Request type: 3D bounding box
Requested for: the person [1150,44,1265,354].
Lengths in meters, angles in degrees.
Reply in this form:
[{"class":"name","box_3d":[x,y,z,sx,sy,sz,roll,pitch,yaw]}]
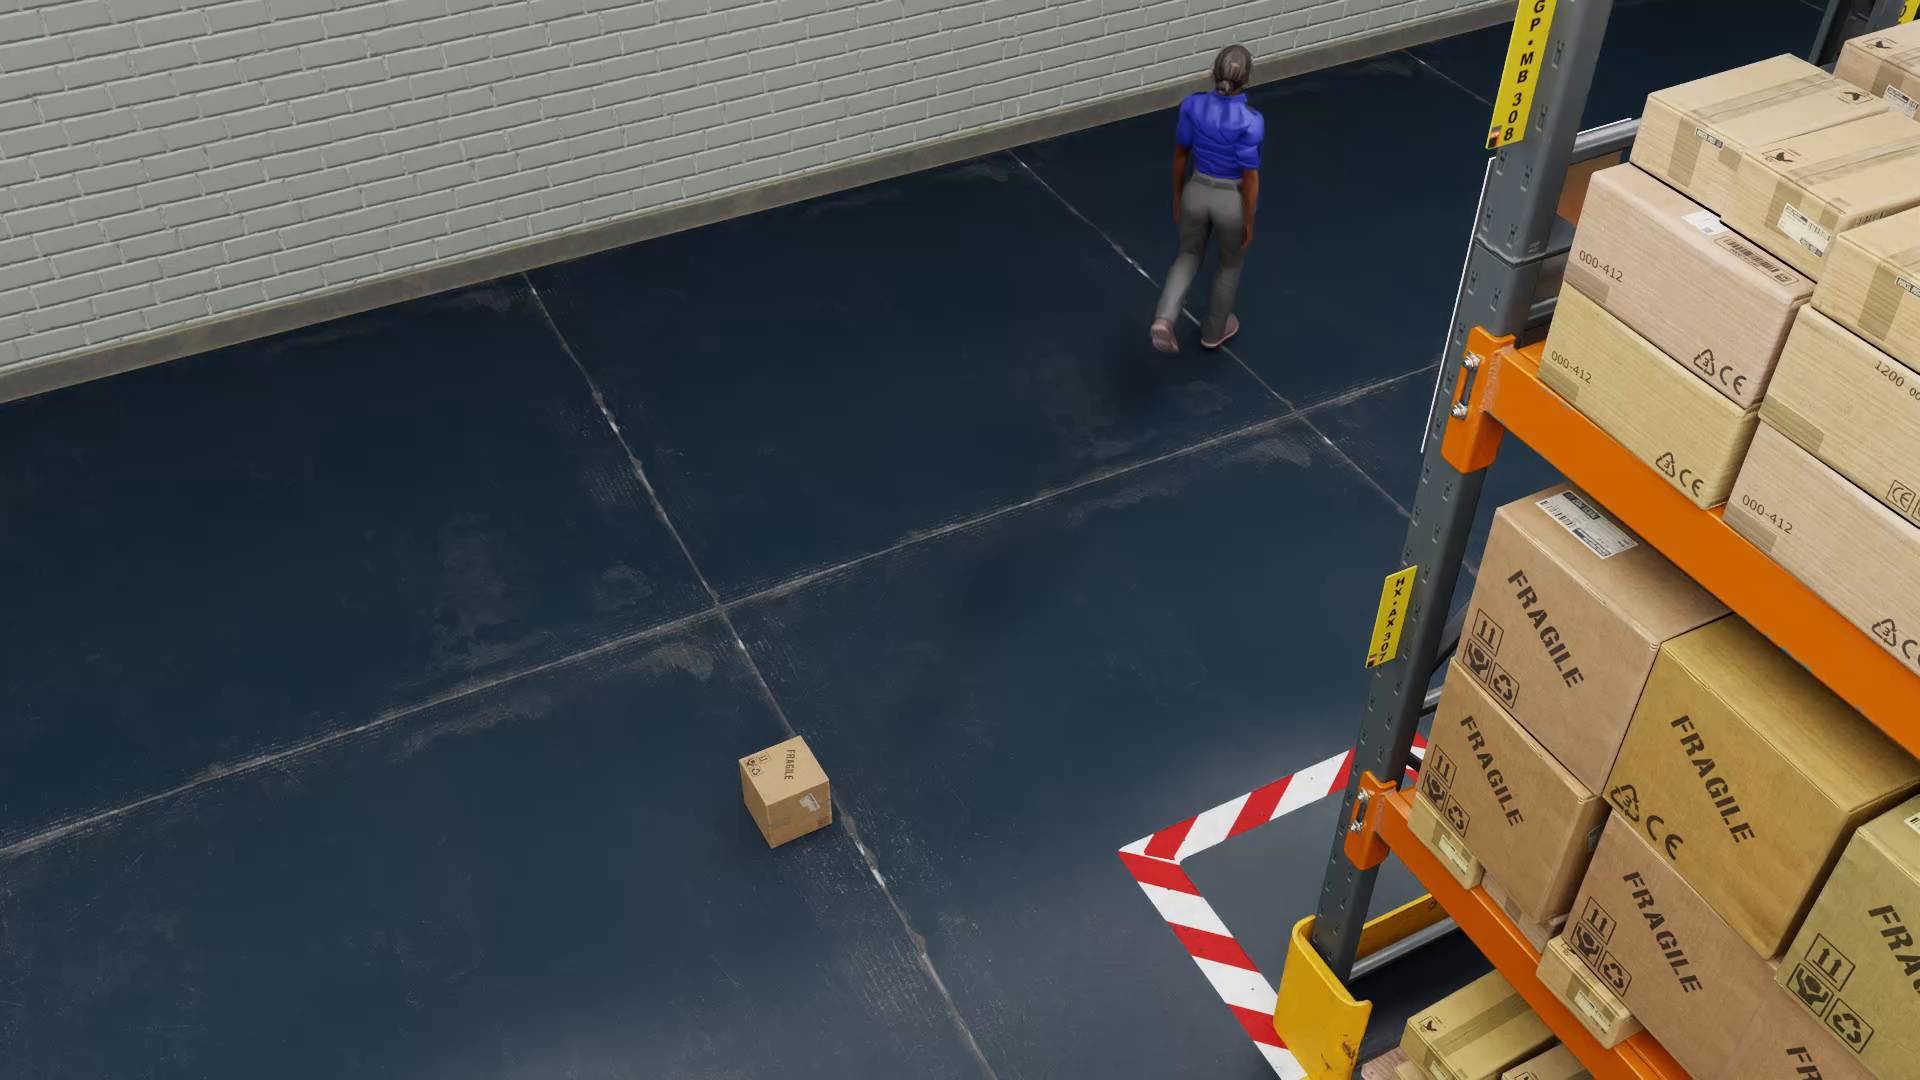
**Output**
[{"class":"person","box_3d":[1.195,-1.585,7.929,0.449,1.636,0.653,22,46,23]}]
